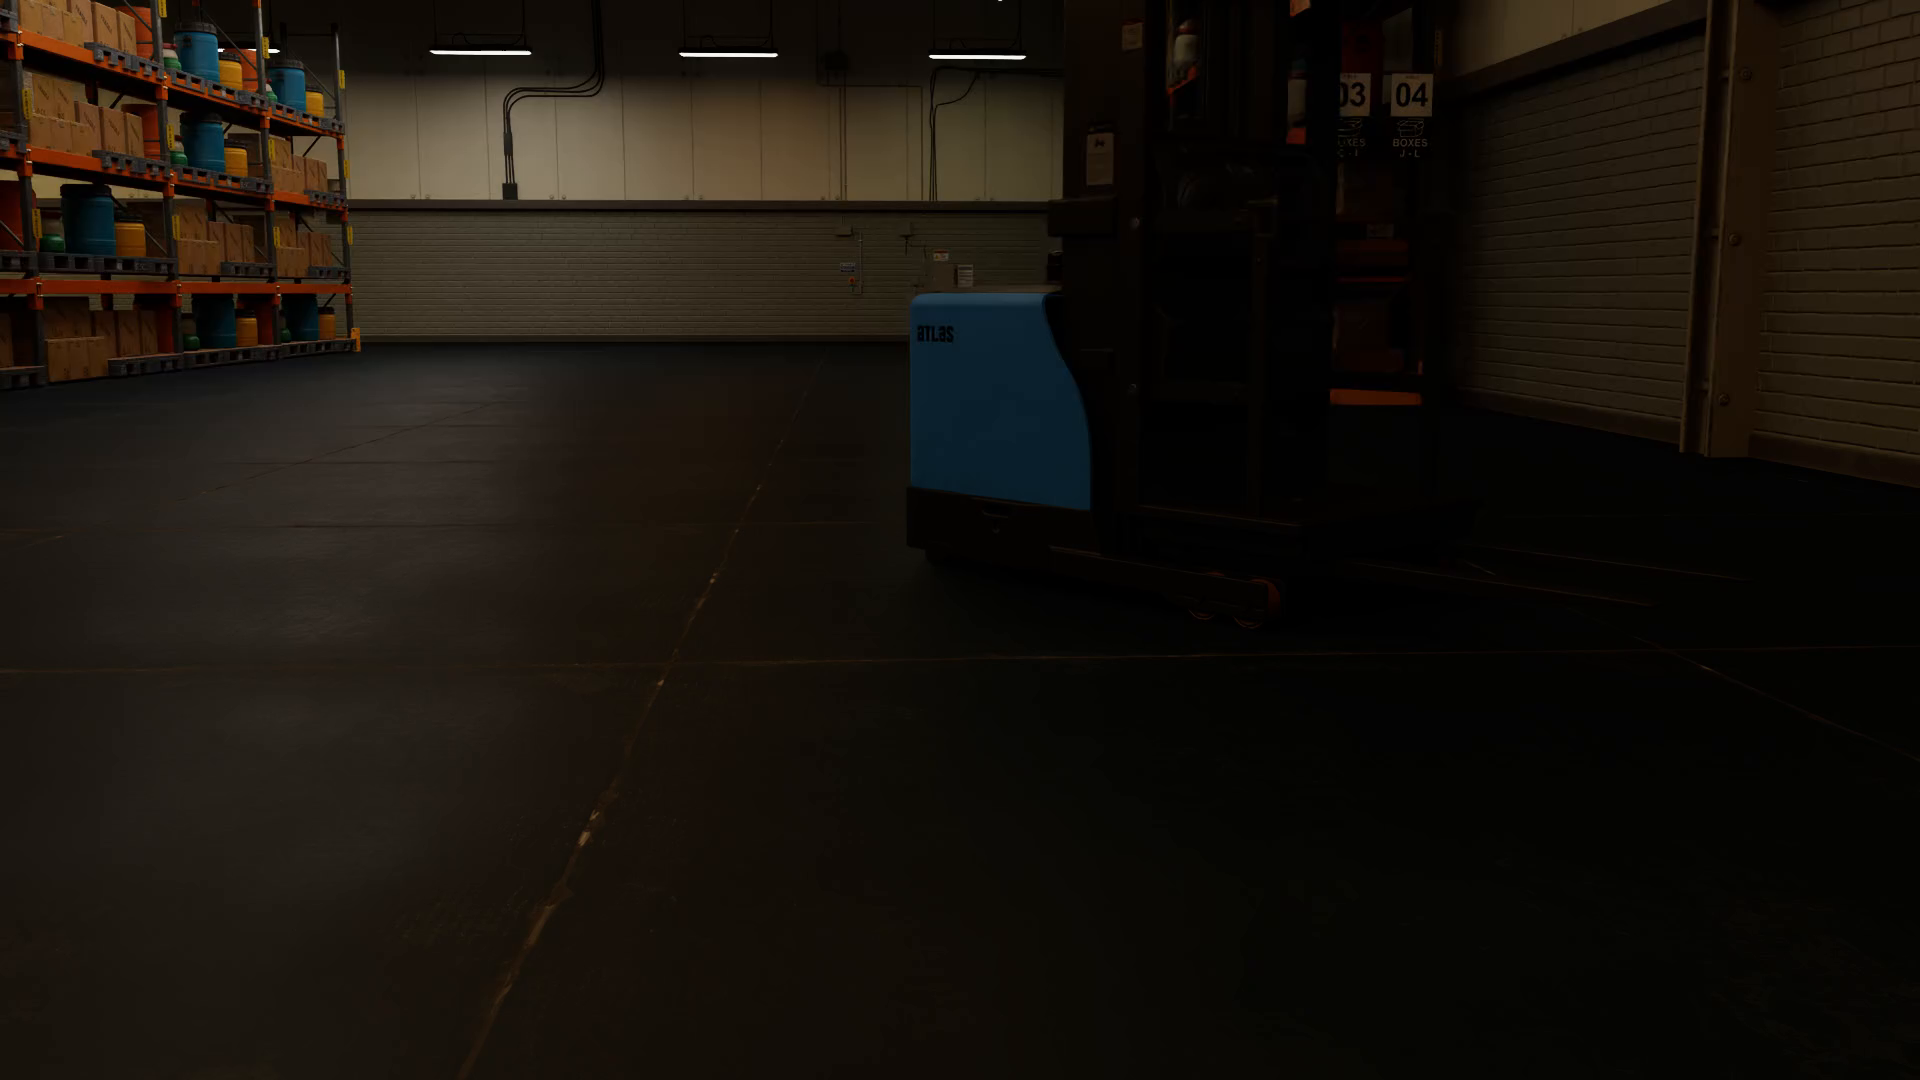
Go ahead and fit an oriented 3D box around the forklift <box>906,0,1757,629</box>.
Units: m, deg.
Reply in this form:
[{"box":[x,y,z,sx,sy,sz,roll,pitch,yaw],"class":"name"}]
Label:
[{"box":[1.143,-1.245,5.717,1.130,2.935,3.031,-7,11,-41],"class":"forklift"}]
